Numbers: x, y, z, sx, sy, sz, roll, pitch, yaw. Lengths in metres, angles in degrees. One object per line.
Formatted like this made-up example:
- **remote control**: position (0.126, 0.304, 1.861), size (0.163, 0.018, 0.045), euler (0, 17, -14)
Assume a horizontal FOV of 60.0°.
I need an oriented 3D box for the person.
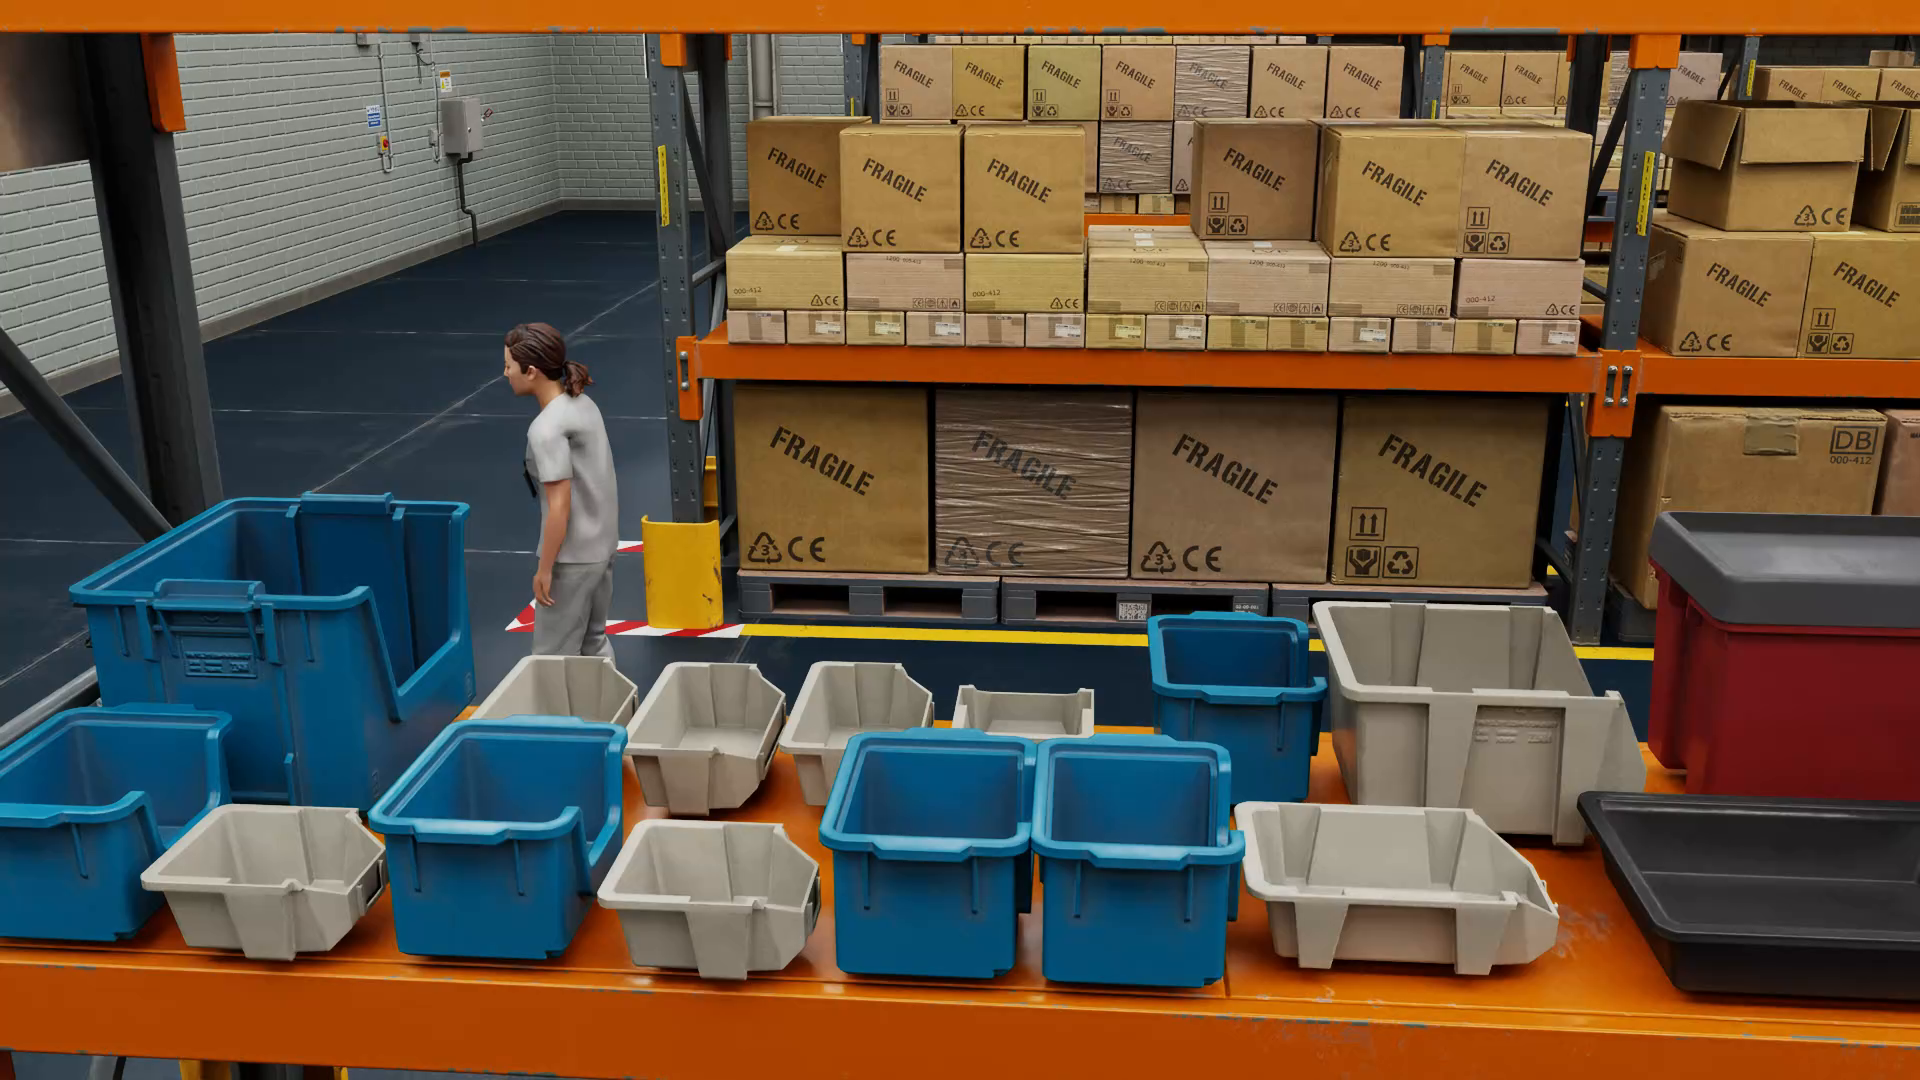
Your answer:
- **person**: position (-1.411, 0.054, 5.882), size (0.406, 1.673, 0.504), euler (1, 18, 3)
